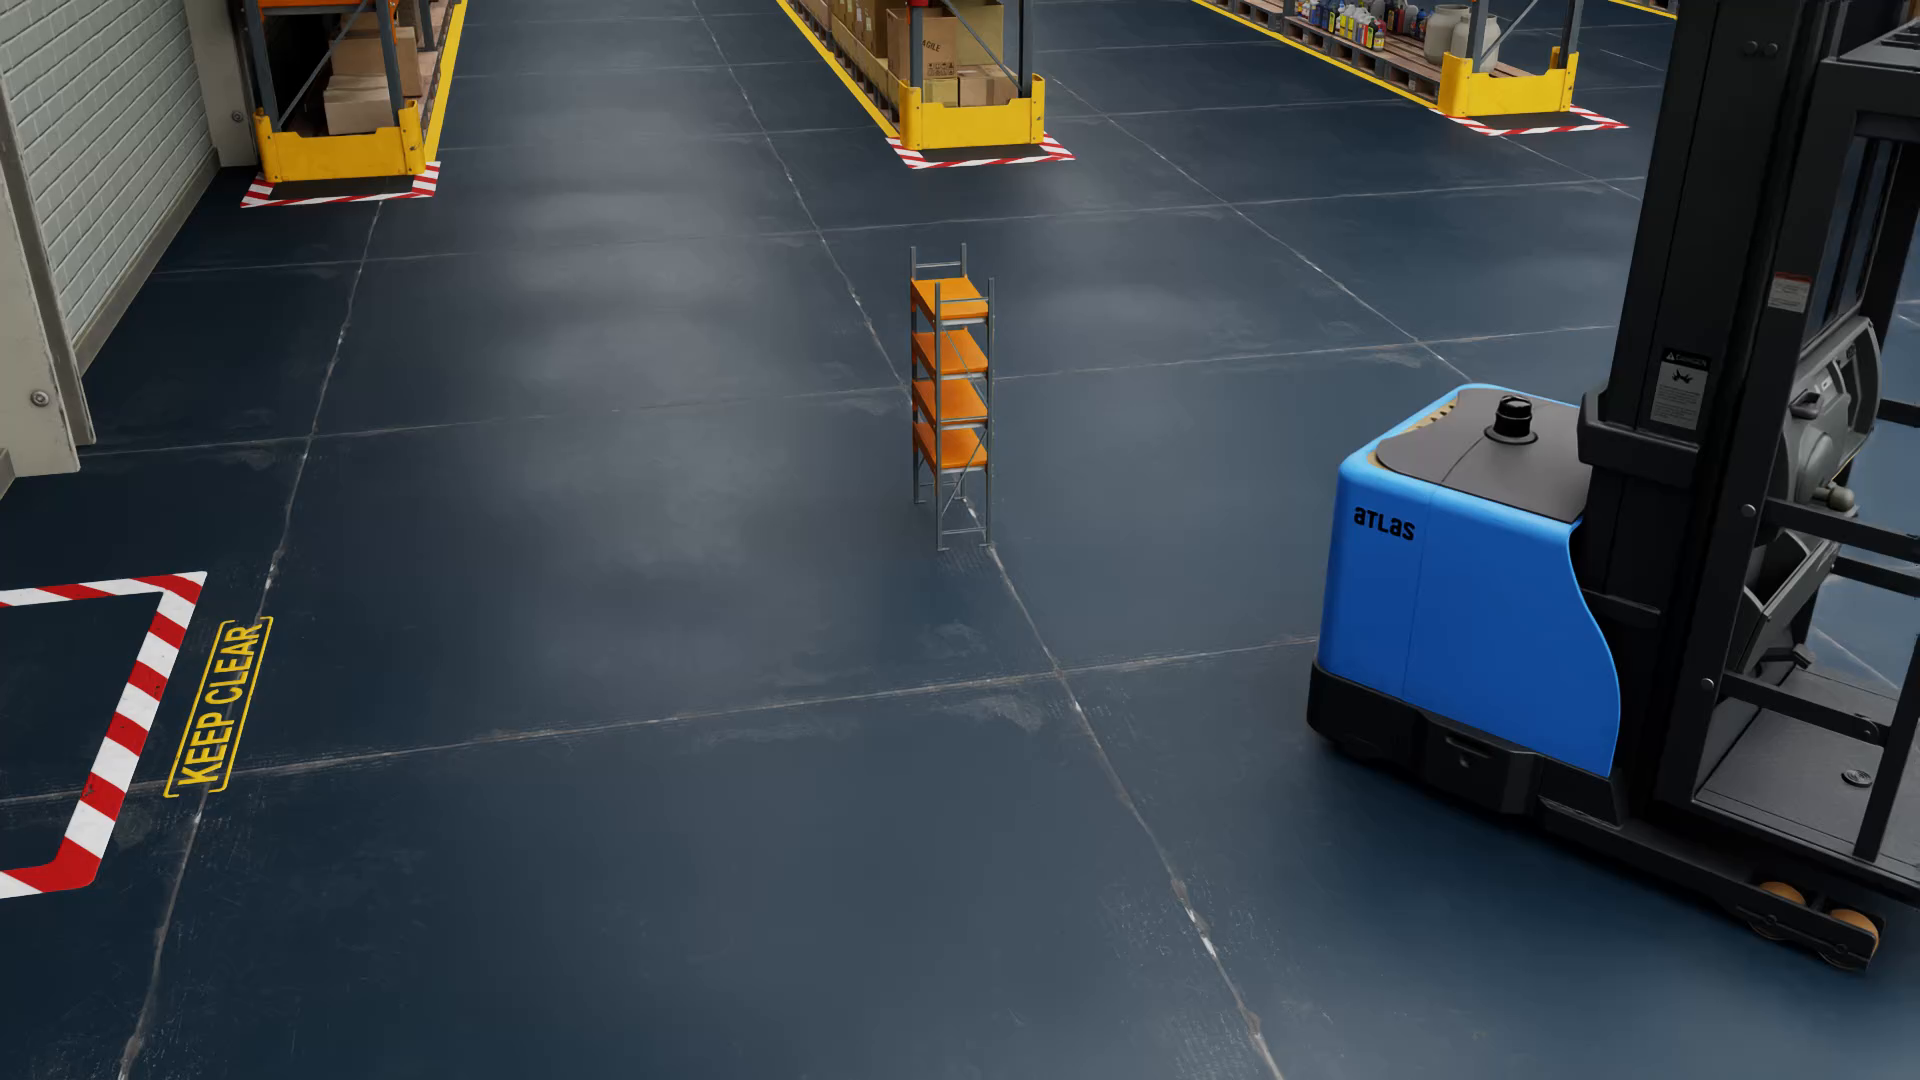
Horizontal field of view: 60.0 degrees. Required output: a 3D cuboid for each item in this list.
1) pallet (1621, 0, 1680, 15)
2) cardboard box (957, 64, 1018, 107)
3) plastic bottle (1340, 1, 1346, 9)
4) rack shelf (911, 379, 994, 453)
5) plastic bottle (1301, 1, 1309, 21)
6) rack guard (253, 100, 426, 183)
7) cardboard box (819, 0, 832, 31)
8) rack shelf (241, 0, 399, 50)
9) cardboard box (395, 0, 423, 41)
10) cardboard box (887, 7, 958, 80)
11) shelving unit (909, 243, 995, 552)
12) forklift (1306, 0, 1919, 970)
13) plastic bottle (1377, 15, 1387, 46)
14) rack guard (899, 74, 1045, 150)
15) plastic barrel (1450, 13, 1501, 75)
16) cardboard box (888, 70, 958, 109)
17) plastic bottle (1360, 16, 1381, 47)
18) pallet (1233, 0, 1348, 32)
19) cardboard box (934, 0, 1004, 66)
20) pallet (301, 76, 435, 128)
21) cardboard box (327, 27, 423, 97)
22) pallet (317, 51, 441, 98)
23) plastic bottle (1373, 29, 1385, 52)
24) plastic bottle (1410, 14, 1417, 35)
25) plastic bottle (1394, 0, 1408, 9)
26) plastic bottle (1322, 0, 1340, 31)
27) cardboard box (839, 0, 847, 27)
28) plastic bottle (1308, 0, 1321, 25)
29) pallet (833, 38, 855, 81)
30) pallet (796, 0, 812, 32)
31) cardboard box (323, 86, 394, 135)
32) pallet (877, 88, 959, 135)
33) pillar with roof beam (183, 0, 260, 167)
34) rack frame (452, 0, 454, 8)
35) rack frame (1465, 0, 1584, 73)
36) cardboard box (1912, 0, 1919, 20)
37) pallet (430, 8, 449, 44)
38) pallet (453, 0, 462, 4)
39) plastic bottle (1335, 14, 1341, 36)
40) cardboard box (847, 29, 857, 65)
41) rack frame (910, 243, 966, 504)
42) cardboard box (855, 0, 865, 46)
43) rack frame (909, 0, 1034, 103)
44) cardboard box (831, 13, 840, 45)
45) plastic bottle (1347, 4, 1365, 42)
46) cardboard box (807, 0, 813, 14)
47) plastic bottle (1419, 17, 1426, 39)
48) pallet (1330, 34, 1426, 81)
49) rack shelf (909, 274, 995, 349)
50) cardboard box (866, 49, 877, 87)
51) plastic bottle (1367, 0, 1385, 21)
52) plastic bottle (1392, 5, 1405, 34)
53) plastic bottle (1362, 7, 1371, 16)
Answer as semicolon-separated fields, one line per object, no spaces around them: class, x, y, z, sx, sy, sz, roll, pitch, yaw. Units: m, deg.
pallet;8.666;-6.511;19.915;1.003;0.211;1.213;-6;27;-12
cardboard box;0.188;-3.872;14.177;0.500;0.250;0.500;-6;27;-12
plastic bottle;3.946;-5.442;17.242;0.097;0.271;0.097;0;27;0
rack shelf;-0.037;-0.548;7.154;0.258;0.148;0.480;-6;27;-12
plastic bottle;3.685;-5.629;17.691;0.097;0.201;0.097;0;27;0
rack guard;-4.750;-3.067;12.771;1.175;0.500;0.348;-6;27;-12
cardboard box;-1.185;-5.522;17.448;0.500;0.250;0.500;-6;27;-12
rack shelf;-5.184;-4.706;14.043;1.077;0.370;4.000;-6;27;-12
cardboard box;-5.817;-5.307;16.721;0.700;0.500;0.500;-5;27;-10
cardboard box;-0.318;-4.154;13.904;0.500;0.500;0.500;-6;27;-12
shelving unit;-0.037;-0.608;7.124;0.258;1.200;0.503;-6;27;-12
forklift;2.666;-0.342;4.674;3.031;2.935;1.130;21;34;35
plastic bottle;4.152;-5.025;16.403;0.061;0.283;0.133;-6;27;-12
rack guard;0.098;-3.527;13.684;1.175;0.500;0.348;-6;27;-12
plastic barrel;4.696;-4.513;15.158;0.421;0.512;0.421;0;27;0
cardboard box;-0.316;-3.819;14.073;0.500;0.250;0.500;-6;27;-12
plastic bottle;4.048;-5.011;16.383;0.152;0.276;0.135;-6;27;-11
pallet;3.803;-6.007;18.917;1.003;0.211;1.213;-6;27;-12
cardboard box;0.074;-4.426;14.443;0.500;0.500;0.500;-6;27;-12
pallet;-5.170;-3.832;14.609;1.003;0.211;1.213;-6;27;-12
cardboard box;-5.046;-4.120;14.369;0.700;0.500;0.500;-8;28;-15
pallet;-5.449;-4.369;15.672;1.003;0.211;1.213;-6;27;-12
plastic bottle;4.078;-4.864;16.175;0.097;0.201;0.097;0;27;0
plastic bottle;4.646;-5.258;16.956;0.097;0.201;0.097;0;27;0
plastic bottle;4.560;-5.445;17.161;0.144;0.351;0.185;-6;27;-12
plastic bottle;3.838;-5.446;17.162;0.144;0.351;0.185;-7;28;-14
cardboard box;-0.889;-5.250;16.077;0.500;0.500;0.500;-6;27;-12
plastic bottle;3.762;-5.568;17.487;0.152;0.276;0.135;-5;27;-10
pallet;-0.671;-4.812;16.548;1.003;0.211;1.213;-6;27;-12
pallet;-1.292;-6.021;18.945;1.003;0.211;1.213;-6;27;-12
cardboard box;-4.801;-3.458;13.268;0.500;0.311;0.500;-9;28;-17
pallet;-0.121;-3.740;14.426;1.003;0.211;1.213;-6;27;-12
pillar with roof beam;-1.539;-7.484;12.091;9.100;9.000;0.400;-6;27;-12
rack frame;-6.536;-7.661;19.100;1.000;3.000;0.127;-6;27;-12
rack frame;4.919;-5.155;14.135;1.000;3.000;0.127;-6;27;-12
cardboard box;9.620;-5.005;16.146;0.500;0.500;0.500;-1;27;-2
pallet;-6.090;-5.539;17.989;1.003;0.211;1.213;-6;27;-12
pallet;-6.640;-6.770;20.429;1.003;0.211;1.213;-6;27;-12
plastic bottle;3.879;-5.252;16.944;0.097;0.201;0.097;0;27;0
cardboard box;-0.785;-4.695;15.809;0.500;0.250;0.500;-6;27;-12
rack frame;-0.092;-0.715;7.336;0.240;1.200;0.015;-6;27;-12
cardboard box;-0.669;-4.811;15.206;0.500;0.500;0.500;-6;27;-12
rack frame;0.092;-4.654;13.141;1.000;3.000;0.127;-6;27;-12
cardboard box;-1.000;-5.135;16.681;0.500;0.250;0.500;-6;27;-12
plastic bottle;3.976;-5.177;16.630;0.144;0.351;0.185;-5;27;-9
cardboard box;-1.413;-5.969;18.333;0.500;0.250;0.500;-5;27;-10
plastic bottle;4.692;-5.168;16.777;0.097;0.201;0.097;0;27;0
pallet;4.407;-4.831;16.586;1.003;0.211;1.213;-6;27;-12
rack shelf;-0.037;-0.959;6.947;0.258;0.148;0.480;-6;27;-12
cardboard box;-0.555;-4.257;14.940;0.500;0.250;0.500;-6;27;-12
plastic bottle;4.348;-5.528;17.407;0.152;0.276;0.135;-6;27;-12
plastic bottle;4.489;-5.333;17.012;0.061;0.283;0.133;-6;27;-12
plastic bottle;4.072;-5.252;16.860;0.152;0.276;0.135;-6;27;-12
